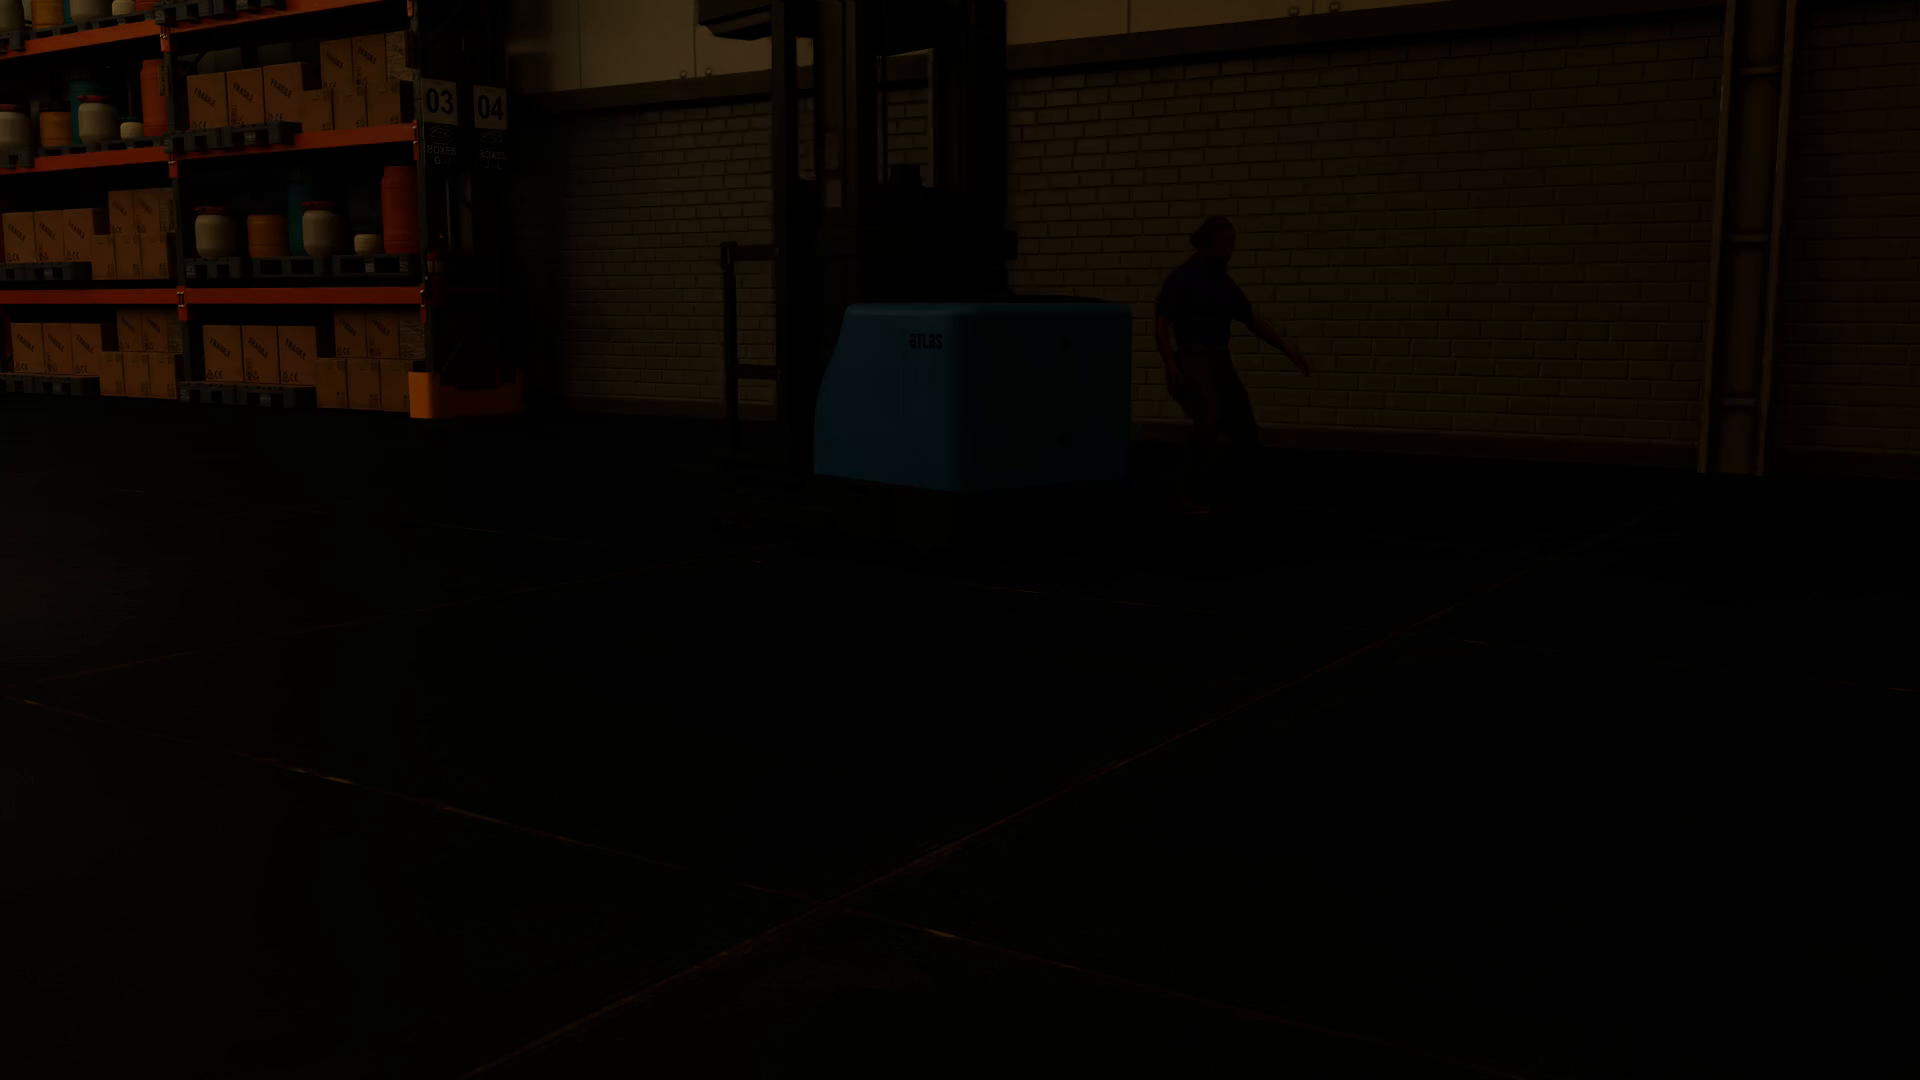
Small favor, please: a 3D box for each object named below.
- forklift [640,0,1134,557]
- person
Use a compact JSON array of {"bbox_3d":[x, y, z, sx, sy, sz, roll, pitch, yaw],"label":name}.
[{"bbox_3d":[-0.551,-1.539,8.016,1.130,2.935,3.031,-7,10,-39],"label":"forklift"},{"bbox_3d":[1.274,-0.853,8.360,0.896,1.532,0.693,-7,10,-39],"label":"person"}]
